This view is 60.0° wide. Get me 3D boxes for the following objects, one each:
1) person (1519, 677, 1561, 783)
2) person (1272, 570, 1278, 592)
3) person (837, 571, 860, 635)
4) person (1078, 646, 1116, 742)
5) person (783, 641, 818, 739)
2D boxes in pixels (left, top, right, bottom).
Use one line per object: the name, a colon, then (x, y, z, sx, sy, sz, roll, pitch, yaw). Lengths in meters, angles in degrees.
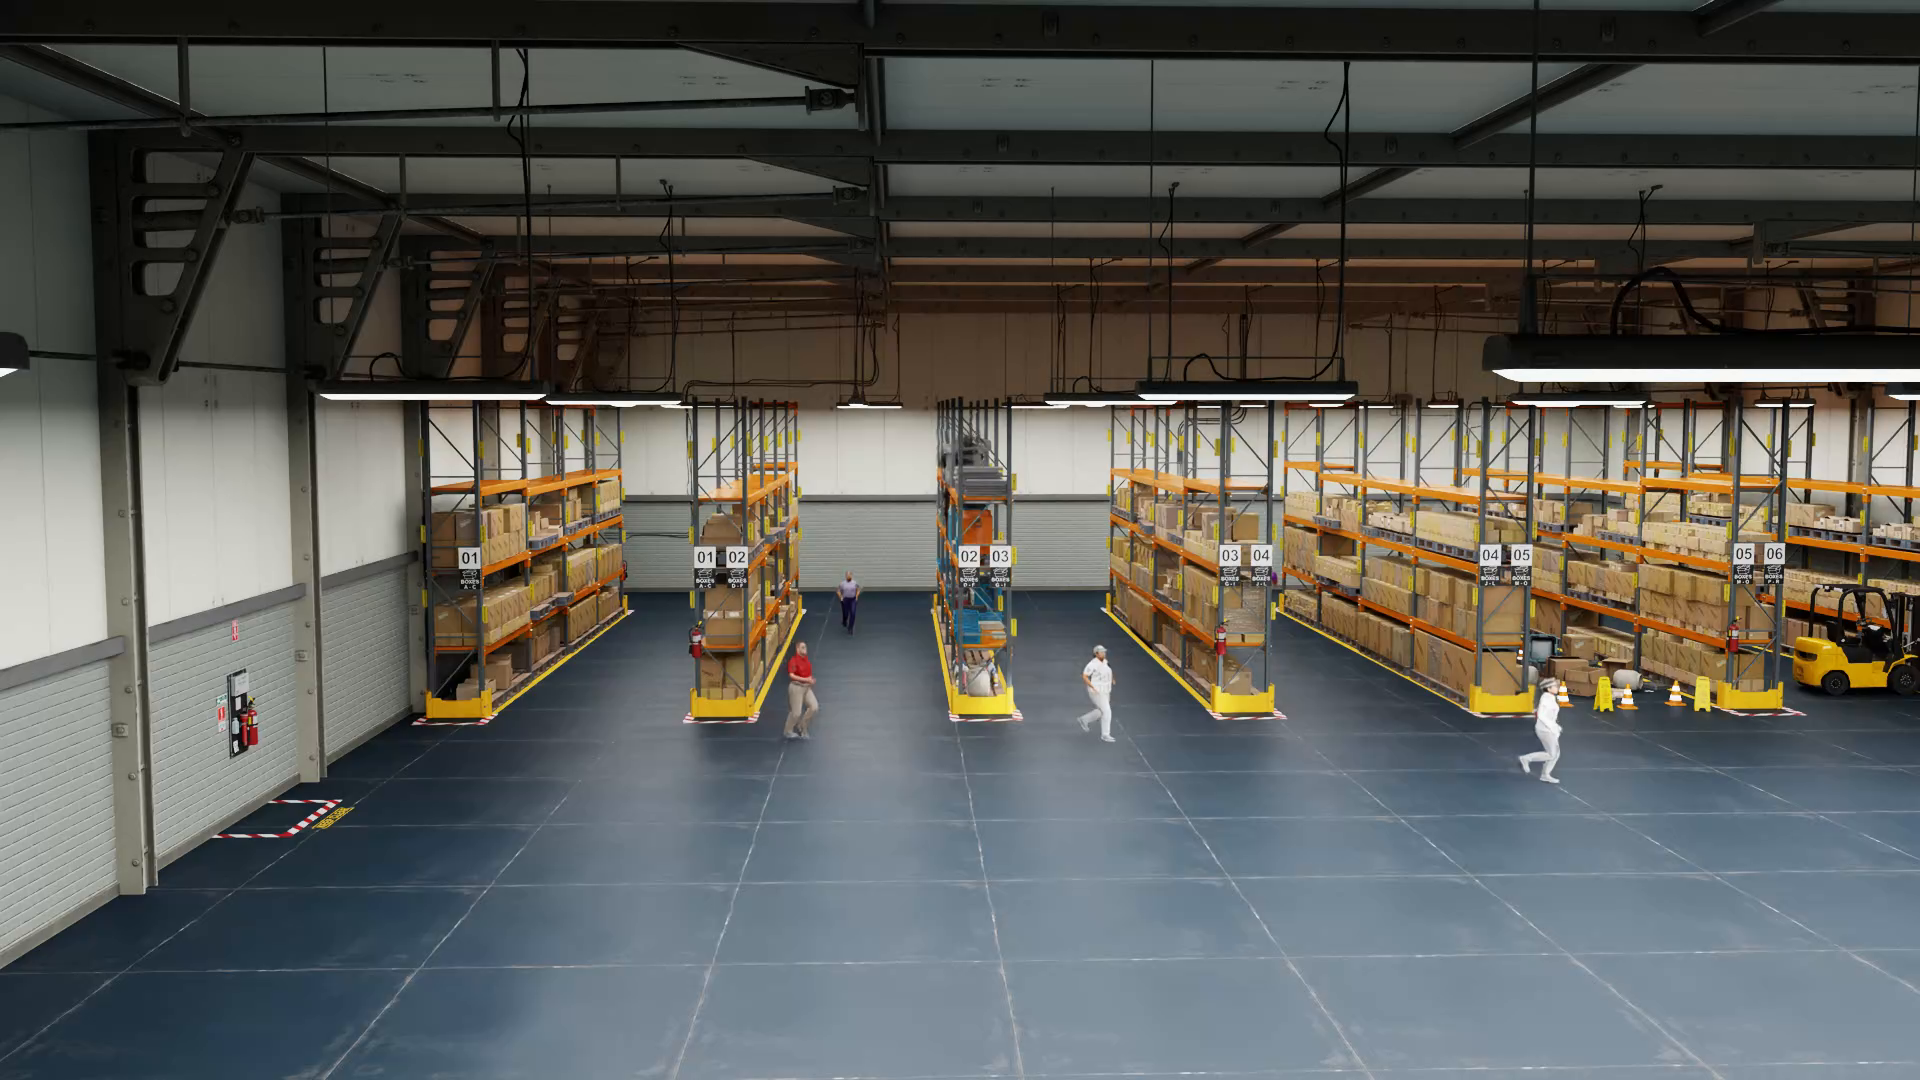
person: (8.982, 2.927, 25.710, 0.593, 1.642, 0.603, 2, 5, 23)
person: (8.142, 1.435, 44.349, 0.661, 1.835, 0.765, 0, 4, 2)
person: (-2.869, 1.611, 43.043, 0.608, 1.623, 0.685, -1, 4, -10)
person: (2.405, 2.673, 29.077, 0.776, 1.656, 0.601, 3, 5, 34)
person: (-2.740, 2.649, 29.003, 0.710, 1.769, 0.690, 3, 5, 32)
